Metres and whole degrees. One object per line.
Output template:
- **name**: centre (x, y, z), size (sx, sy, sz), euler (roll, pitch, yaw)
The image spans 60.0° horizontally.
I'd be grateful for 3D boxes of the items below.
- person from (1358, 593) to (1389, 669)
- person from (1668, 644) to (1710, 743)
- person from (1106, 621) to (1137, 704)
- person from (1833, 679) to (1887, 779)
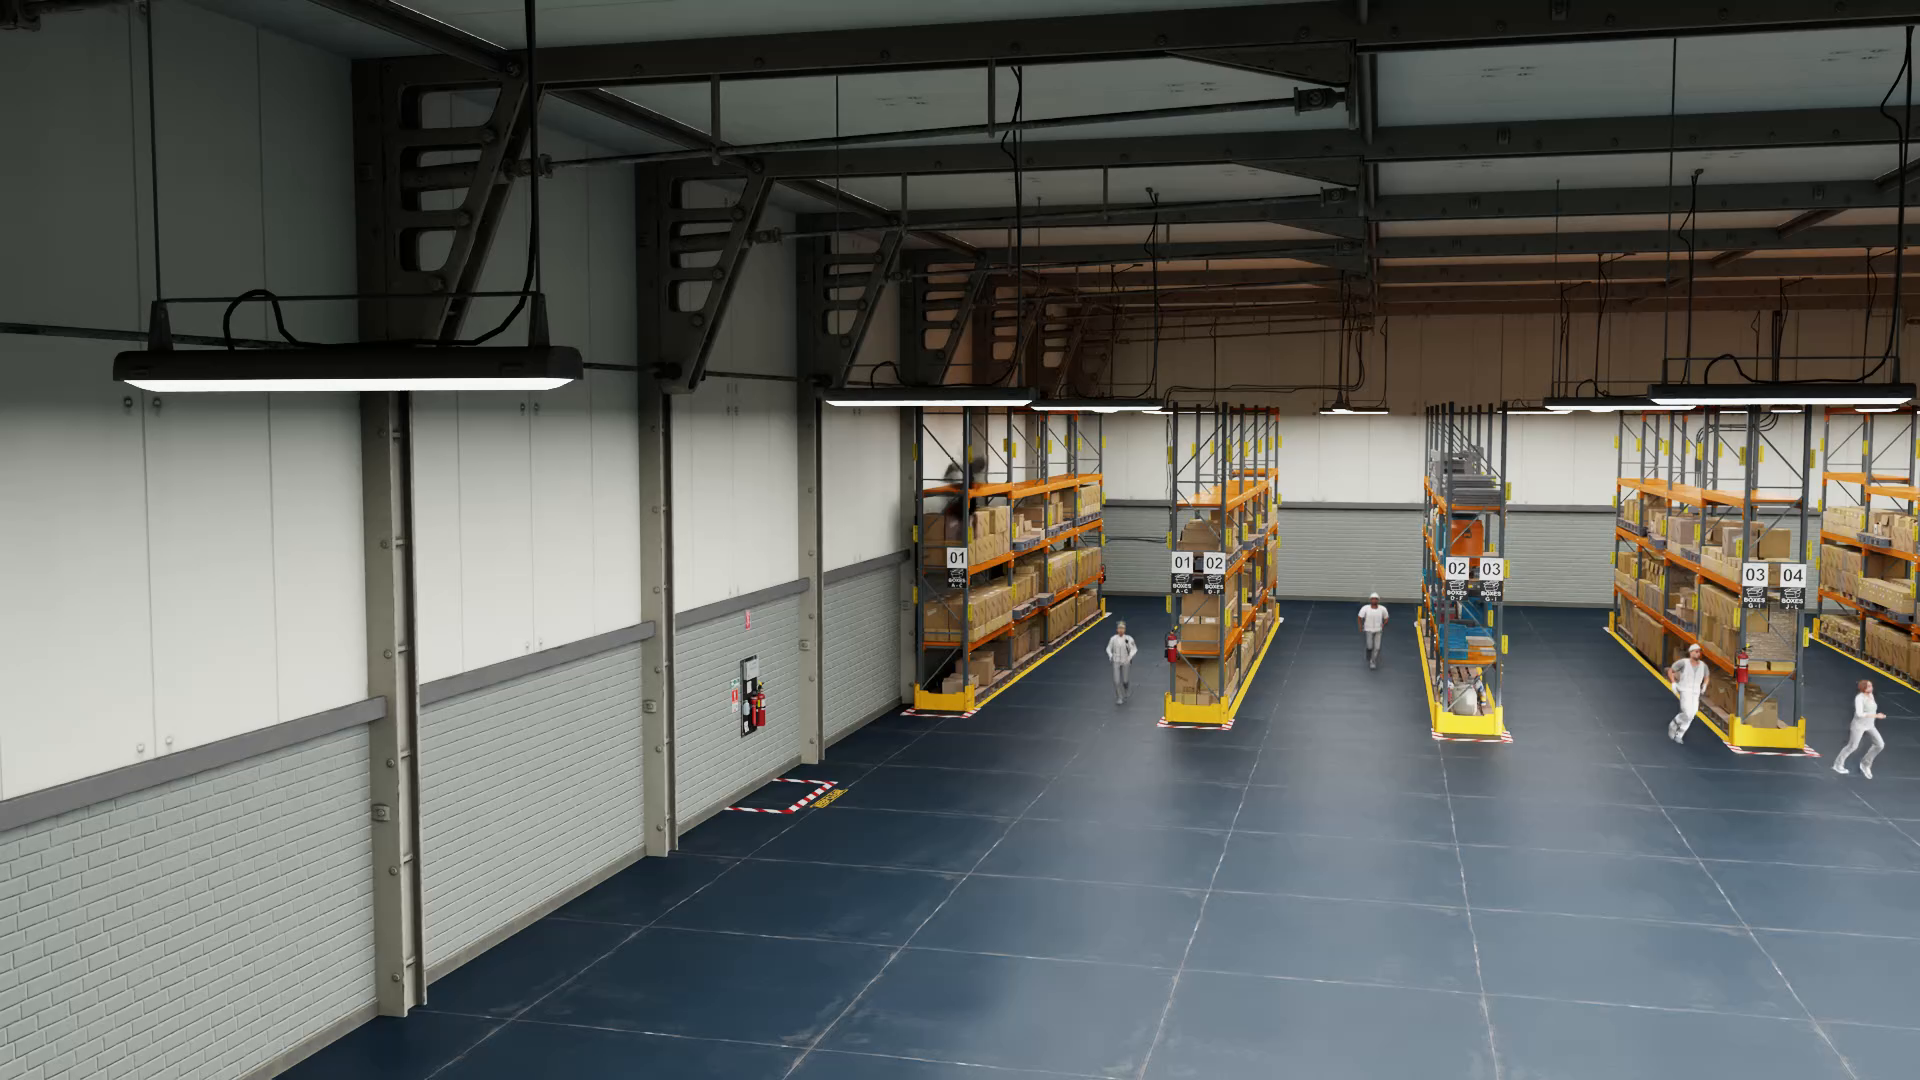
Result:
- **person**: centre (9.431, 2.067, 37.900), size (0.701, 1.716, 0.587), euler (1, 4, 9)
- **person**: centre (12.851, 2.704, 29.203), size (0.661, 1.752, 0.557), euler (0, 4, -5)
- **person**: centre (3.216, 2.443, 33.239), size (0.612, 1.648, 0.555), euler (1, 4, 12)
- **person**: centre (14.285, 2.976, 26.307), size (0.548, 1.584, 0.808), euler (-2, 5, -27)
